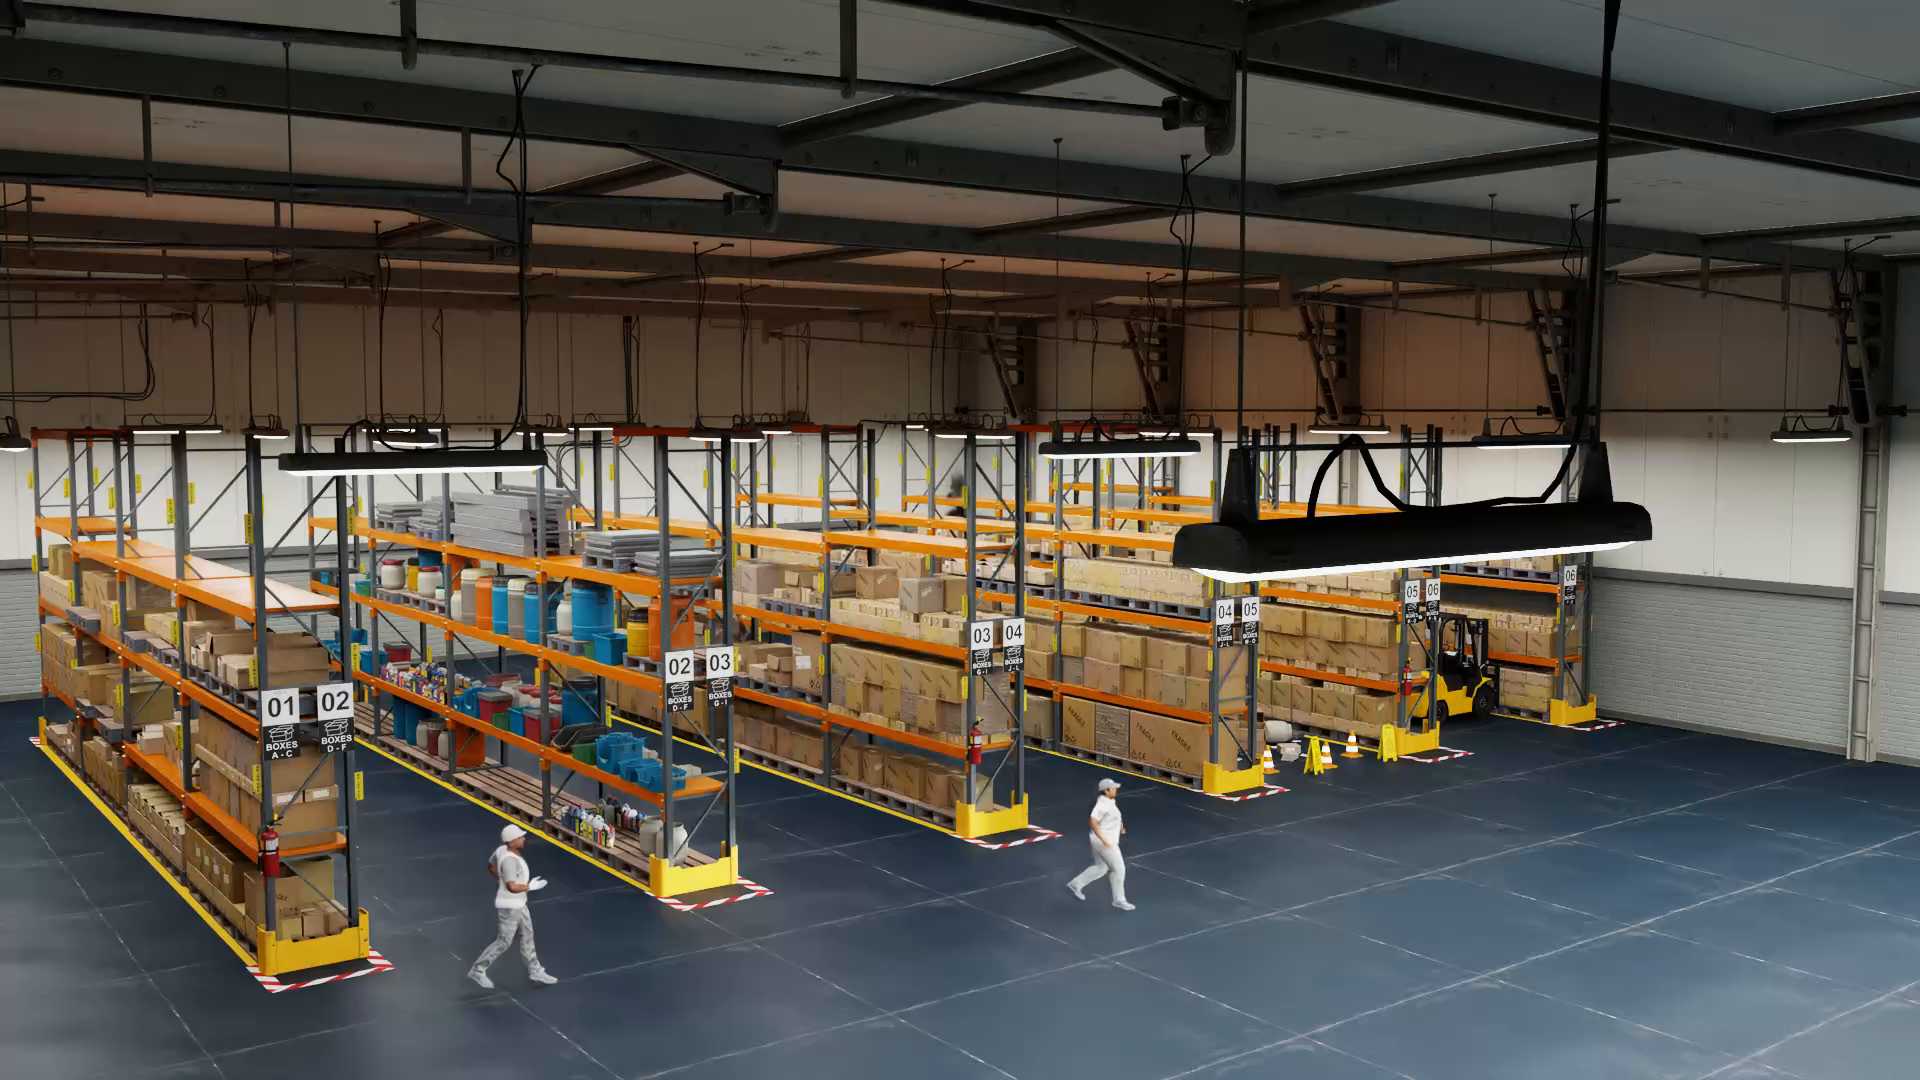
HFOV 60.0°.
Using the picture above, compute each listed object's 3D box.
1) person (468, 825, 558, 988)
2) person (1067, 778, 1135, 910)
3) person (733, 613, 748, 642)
[{"bbox_3d":[-4.882,3.991,18.099,0.943,1.808,0.698,-1,5,-13],"label":"person"},{"bbox_3d":[1.808,3.856,21.131,0.842,1.675,0.617,0,4,-1],"label":"person"},{"bbox_3d":[-5.170,2.490,37.787,0.709,1.802,0.881,-2,5,-26],"label":"person"}]
